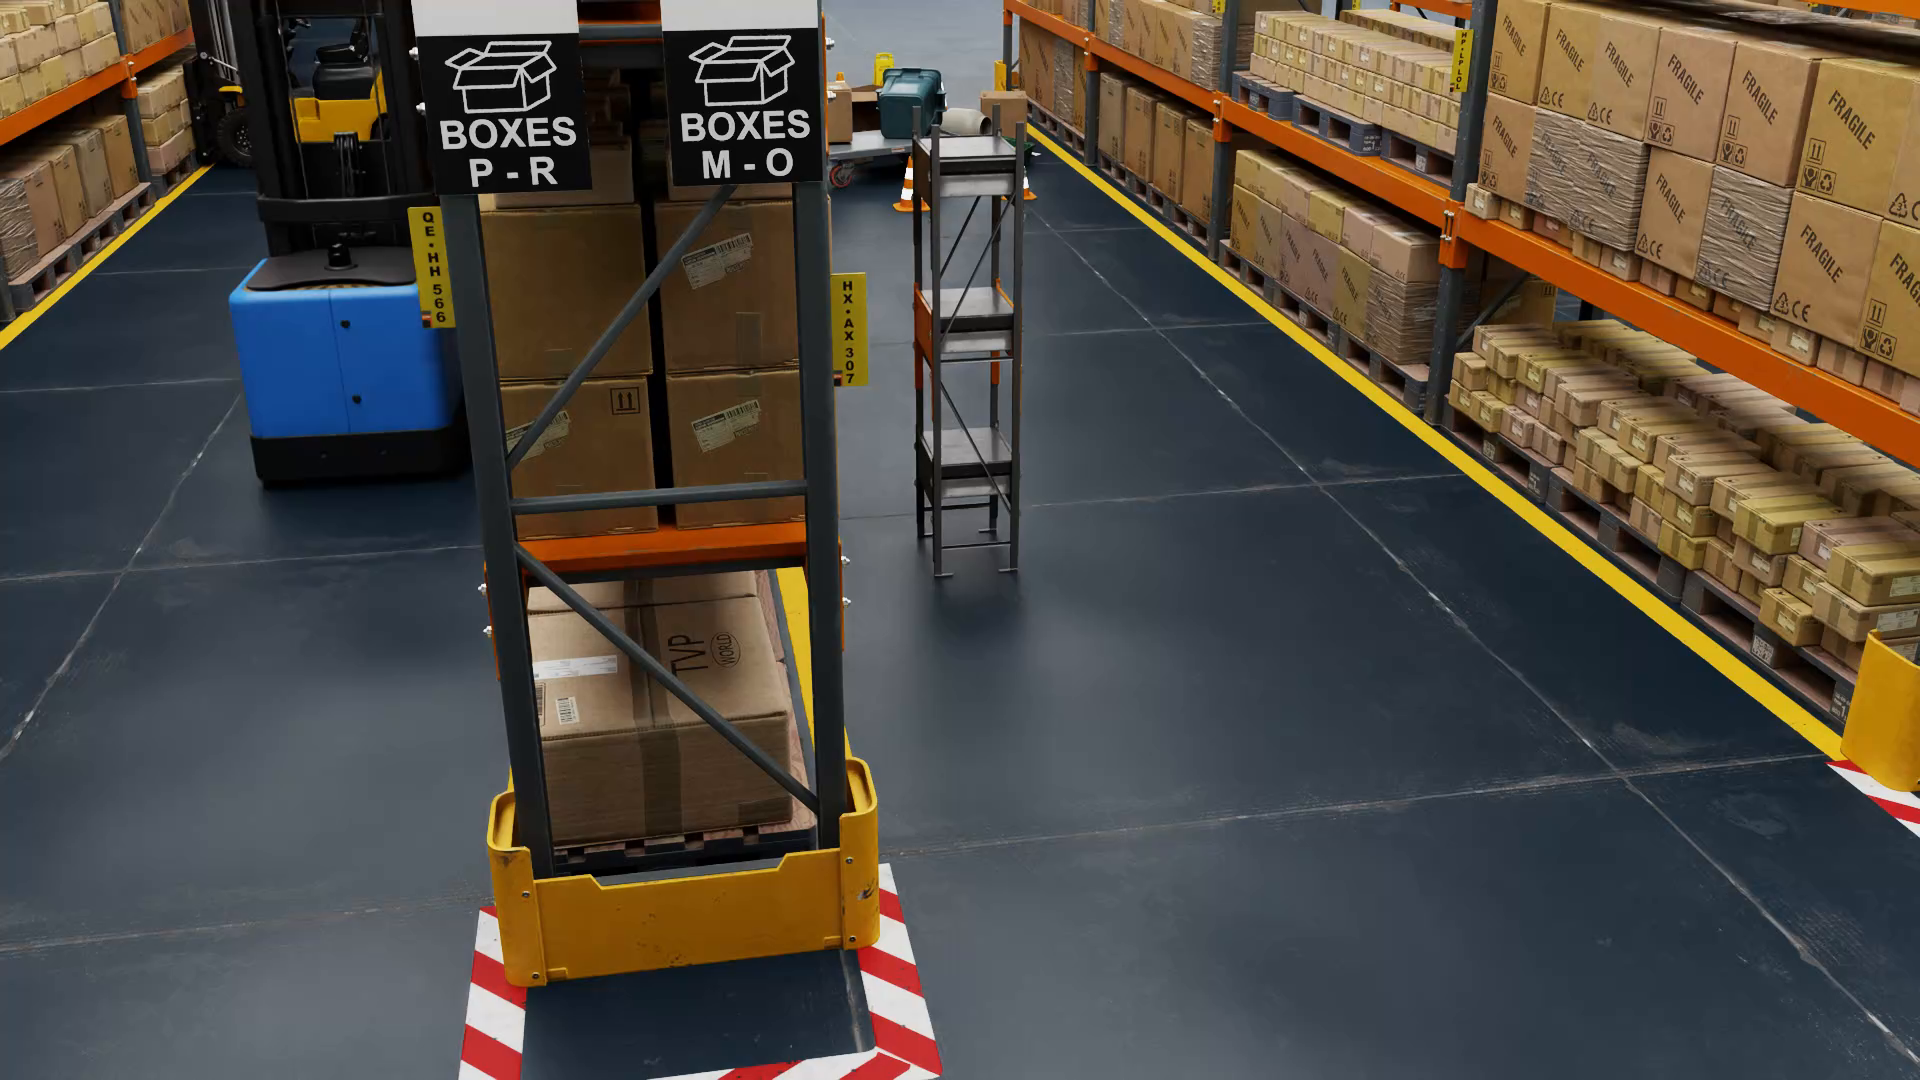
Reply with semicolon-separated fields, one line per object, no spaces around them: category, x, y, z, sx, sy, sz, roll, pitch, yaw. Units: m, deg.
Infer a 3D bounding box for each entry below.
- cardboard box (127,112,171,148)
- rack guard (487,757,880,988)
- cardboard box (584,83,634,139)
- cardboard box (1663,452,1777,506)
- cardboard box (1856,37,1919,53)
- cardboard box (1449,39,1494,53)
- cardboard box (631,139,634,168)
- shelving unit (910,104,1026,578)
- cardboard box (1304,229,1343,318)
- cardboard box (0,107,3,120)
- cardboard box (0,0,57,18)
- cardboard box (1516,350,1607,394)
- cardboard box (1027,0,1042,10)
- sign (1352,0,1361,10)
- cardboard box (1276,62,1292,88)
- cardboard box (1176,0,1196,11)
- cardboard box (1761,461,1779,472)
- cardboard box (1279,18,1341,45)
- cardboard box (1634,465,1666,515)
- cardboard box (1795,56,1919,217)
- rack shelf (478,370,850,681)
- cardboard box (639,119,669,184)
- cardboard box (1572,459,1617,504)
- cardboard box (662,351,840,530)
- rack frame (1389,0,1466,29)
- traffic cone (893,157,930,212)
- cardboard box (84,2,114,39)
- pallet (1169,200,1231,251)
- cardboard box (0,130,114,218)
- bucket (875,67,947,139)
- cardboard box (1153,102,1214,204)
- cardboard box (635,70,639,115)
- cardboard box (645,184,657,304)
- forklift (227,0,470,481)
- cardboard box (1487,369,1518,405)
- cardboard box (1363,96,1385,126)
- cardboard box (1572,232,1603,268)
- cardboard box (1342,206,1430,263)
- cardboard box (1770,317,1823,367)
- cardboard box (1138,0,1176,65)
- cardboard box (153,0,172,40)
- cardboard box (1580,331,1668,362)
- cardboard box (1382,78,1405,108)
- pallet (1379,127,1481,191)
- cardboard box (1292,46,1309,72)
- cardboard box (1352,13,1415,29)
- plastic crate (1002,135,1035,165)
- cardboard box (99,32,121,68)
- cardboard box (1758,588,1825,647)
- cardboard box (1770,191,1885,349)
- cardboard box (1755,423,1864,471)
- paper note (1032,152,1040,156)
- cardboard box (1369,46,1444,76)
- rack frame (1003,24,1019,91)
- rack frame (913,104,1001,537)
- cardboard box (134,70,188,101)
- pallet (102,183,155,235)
cardboard box;-7.739;-3.842;15.586;0.500;0.250;0.500;-4;24;-10
rack guard;-0.852;1.038;5.248;1.175;0.500;0.348;-4;24;-10
cardboard box;-1.306;-1.448;5.632;0.380;0.149;0.250;-5;24;-10
cardboard box;3.390;-0.274;7.424;0.380;0.149;0.250;-3;24;-8
cardboard box;3.993;-1.763;6.794;0.500;0.500;0.500;-5;24;-11
cardboard box;3.389;-3.143;10.745;0.380;0.149;0.250;-3;24;-8
cardboard box;-1.394;-1.191;5.854;0.500;0.500;0.500;-4;24;-10
shelving unit;0.031;-0.897;7.681;0.431;2.100;0.503;-4;24;-10
cardboard box;2.680;-1.819;11.266;0.500;0.500;0.500;-5;24;-11
cardboard box;-7.055;-3.018;11.600;0.500;0.250;0.500;-4;24;-10
cardboard box;-7.406;-4.192;13.166;0.380;0.149;0.250;-4;24;-9
cardboard box;3.198;-0.895;8.846;0.380;0.149;0.250;-5;24;-10
cardboard box;1.247;-6.298;18.735;0.875;0.550;0.550;-4;24;-10
sign;3.042;-4.207;12.788;0.100;0.325;0.005;-4;24;-10
cardboard box;2.494;-3.344;11.948;0.380;0.149;0.250;-3;24;-7
cardboard box;2.245;-4.751;14.006;0.700;0.500;0.500;-5;24;-11
cardboard box;3.843;-0.281;7.812;0.380;0.149;0.250;-3;24;-7
cardboard box;2.498;-3.621;11.839;0.380;0.149;0.250;-4;24;-10
cardboard box;3.376;-0.241;7.719;0.380;0.149;0.250;-3;24;-7
cardboard box;3.567;-1.524;6.245;0.500;0.500;0.500;-5;24;-12
rack shelf;-1.227;-0.573;6.714;1.077;0.370;4.000;-4;24;-10
cardboard box;-0.769;-1.176;5.010;0.380;0.149;0.250;-4;24;-8
cardboard box;3.281;-0.308;8.244;0.380;0.149;0.250;-5;24;-11
cardboard box;-0.663;-0.372;5.230;0.500;0.500;0.500;-4;24;-10
rack frame;5.924;-7.143;20.858;1.000;3.000;0.127;-4;24;-10
traffic cone;-0.434;-3.250;15.113;0.336;0.463;0.334;-4;24;-10
cardboard box;-7.611;-4.454;14.263;0.500;0.250;0.500;-5;24;-11
pallet;2.438;-2.707;14.184;1.003;0.211;1.213;-4;24;-10
cardboard box;-7.710;-3.062;13.955;0.875;0.625;0.625;-5;24;-10
bucket;-0.521;-4.322;16.589;0.726;0.611;0.620;4;34;9
cardboard box;2.321;-3.421;14.620;1.050;0.750;0.750;-4;24;-9
cardboard box;-1.516;-2.586;9.050;0.500;0.500;0.500;-4;24;-10
cardboard box;-0.768;-1.033;5.493;0.500;0.500;0.500;-5;24;-11
forklift;-3.456;-2.215;9.659;1.130;2.935;3.031;-4;24;-9
cardboard box;3.137;-0.859;9.135;0.380;0.149;0.250;-4;24;-9
cardboard box;2.786;-2.723;10.525;0.380;0.149;0.250;-5;24;-12
cardboard box;3.229;-1.437;8.106;0.380;0.149;0.250;-4;24;-9
cardboard box;2.782;-1.964;10.660;0.500;0.250;0.500;-3;24;-7
cardboard box;3.511;-0.812;6.674;0.380;0.149;0.250;-4;24;-8
cardboard box;1.881;-4.467;14.604;0.500;0.500;0.500;-4;24;-9
cardboard box;-7.986;-5.110;16.078;0.500;0.500;0.500;-5;24;-10
cardboard box;3.657;-1.036;9.169;0.380;0.149;0.250;-4;24;-9
cardboard box;2.834;-2.760;10.239;0.380;0.149;0.250;-5;24;-11
pallet;3.251;-2.319;10.053;1.003;0.211;1.213;-4;24;-10
cardboard box;2.554;-3.367;11.630;0.380;0.149;0.250;-4;24;-10
cardboard box;3.095;-3.761;12.160;0.380;0.149;0.250;-5;24;-10
plastic crate;0.451;-3.952;16.992;0.450;0.188;0.662;17;27;13
cardboard box;-7.603;-4.220;14.352;0.500;0.250;0.500;-4;24;-9
cardboard box;3.540;0.306;6.838;0.380;0.149;0.250;-4;24;-8
cardboard box;3.563;-1.065;6.445;0.500;0.500;0.500;-5;24;-11
cardboard box;3.963;-0.429;7.778;0.380;0.149;0.250;-4;24;-9
paper note;0.756;-4.080;17.552;0.142;0.020;0.147;18;29;36
cardboard box;2.796;-2.997;10.410;0.380;0.149;0.250;-5;24;-11
rack frame;1.031;-6.816;20.108;1.000;3.000;0.127;-4;24;-10
rack frame;-0.015;-0.993;7.900;0.400;2.100;0.015;-4;24;-10
cardboard box;-7.922;-4.468;16.395;0.500;0.250;0.500;-3;24;-8
pallet;-7.778;-2.903;14.633;1.003;0.211;1.213;-4;24;-10
